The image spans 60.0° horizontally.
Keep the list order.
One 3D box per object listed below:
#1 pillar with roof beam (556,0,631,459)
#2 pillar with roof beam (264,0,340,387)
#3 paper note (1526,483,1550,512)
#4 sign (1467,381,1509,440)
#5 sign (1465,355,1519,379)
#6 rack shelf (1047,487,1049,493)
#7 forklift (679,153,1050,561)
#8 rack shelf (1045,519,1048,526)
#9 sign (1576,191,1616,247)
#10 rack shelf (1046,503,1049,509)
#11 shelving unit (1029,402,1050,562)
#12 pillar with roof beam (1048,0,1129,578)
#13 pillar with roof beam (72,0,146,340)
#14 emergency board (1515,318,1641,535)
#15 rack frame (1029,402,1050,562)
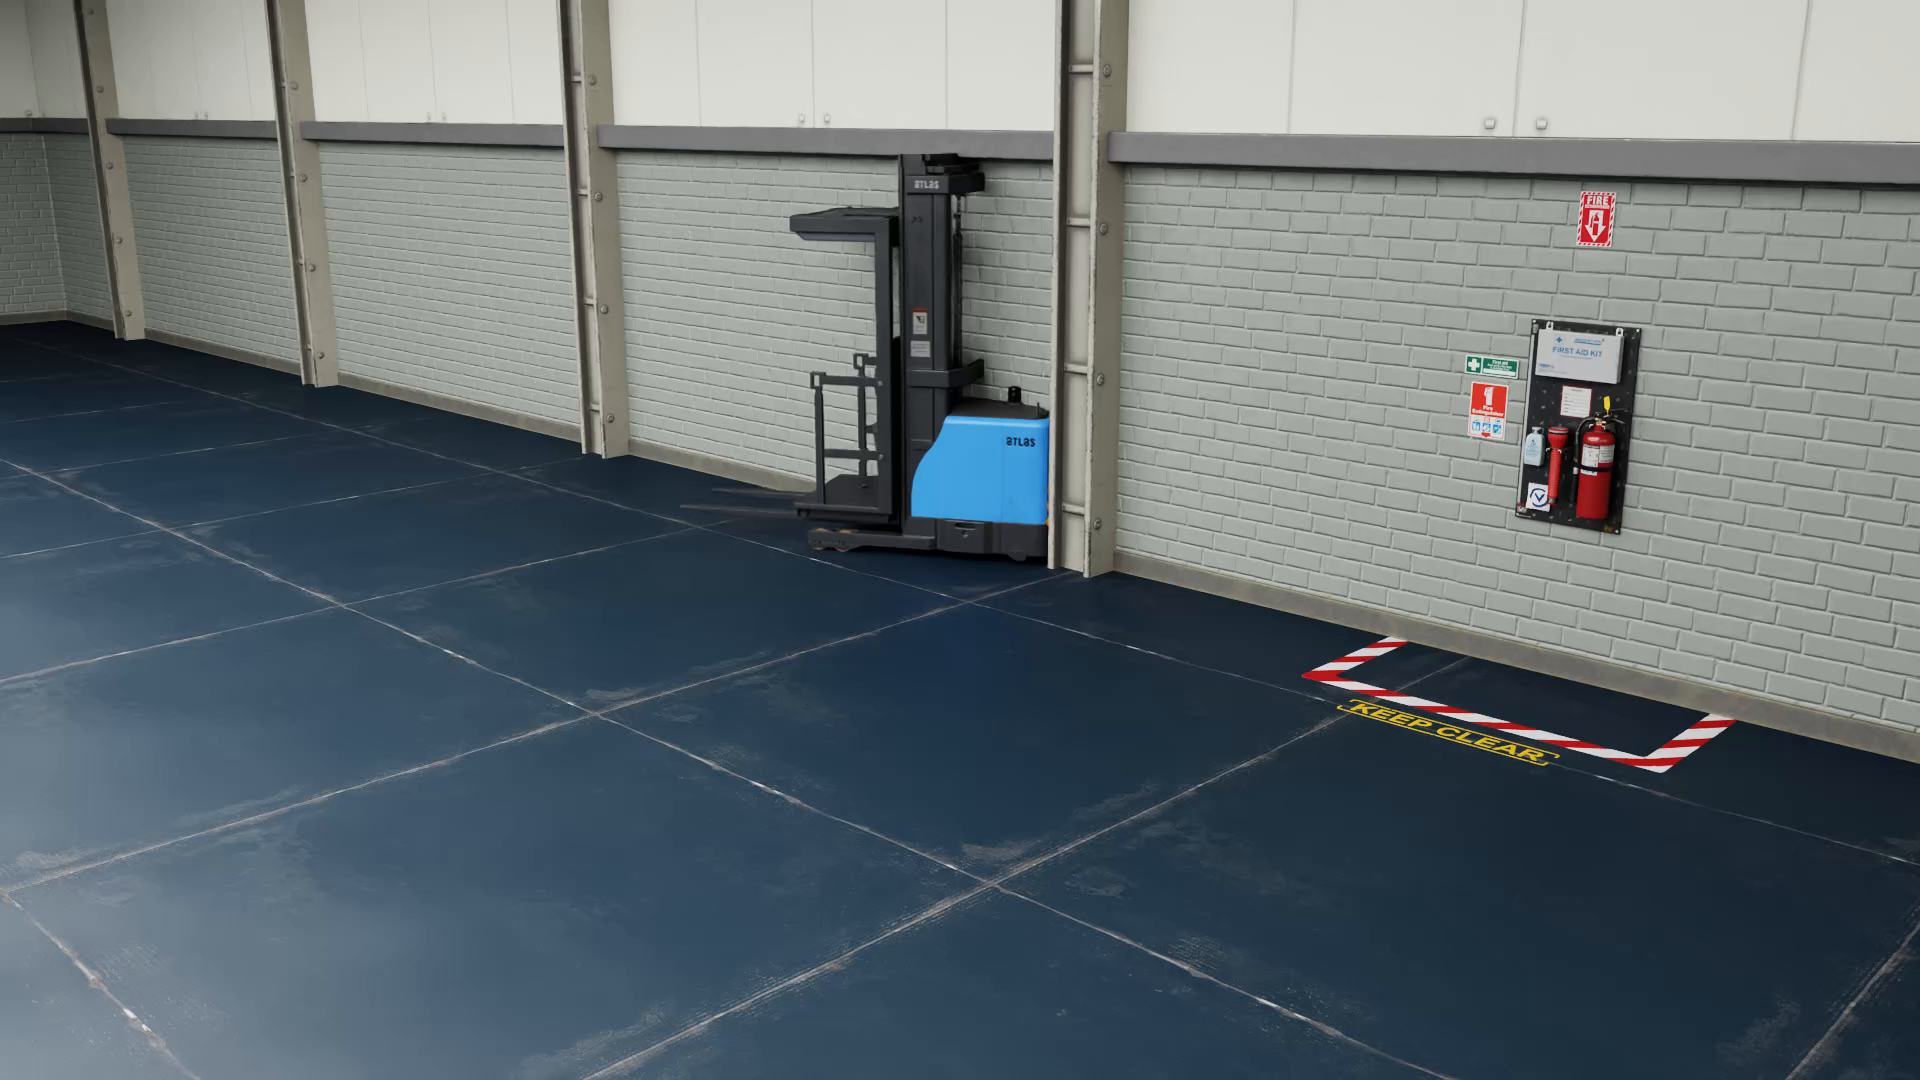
[{"bbox_3d":[-6.421,-4.415,12.030,0.400,9.000,9.100,14,20,42],"label":"pillar with roof beam"},{"bbox_3d":[-10.740,-5.465,16.060,0.400,9.000,9.100,14,20,42],"label":"pillar with roof beam"},{"bbox_3d":[3.374,-0.250,9.690,0.142,0.148,0.016,14,20,42],"label":"paper note"},{"bbox_3d":[3.127,-0.766,9.850,0.234,0.329,0.001,14,20,42],"label":"sign"},{"bbox_3d":[3.124,-1.020,9.774,0.331,0.109,0.001,14,20,42],"label":"sign"},{"bbox_3d":[0.685,-0.366,12.204,0.180,0.103,0.258,14,17,42],"label":"rack shelf"},{"bbox_3d":[-0.663,-1.449,12.679,3.031,2.935,1.130,4,15,15],"label":"forklift"},{"bbox_3d":[0.675,-0.132,12.256,0.180,0.103,0.258,14,17,42],"label":"rack shelf"},{"bbox_3d":[3.516,-1.774,9.194,0.199,0.298,0.001,14,20,42],"label":"sign"},{"bbox_3d":[0.680,-0.249,12.230,0.180,0.103,0.258,14,17,42],"label":"rack shelf"},{"bbox_3d":[0.686,-0.409,12.194,0.189,1.200,0.258,14,17,42],"label":"shelving unit"},{"bbox_3d":[-2.102,-3.365,8.000,0.400,9.000,9.100,14,20,42],"label":"pillar with roof beam"},{"bbox_3d":[-15.060,-6.515,20.090,0.400,9.000,9.100,14,20,42],"label":"pillar with roof beam"},{"bbox_3d":[3.453,-0.633,9.411,0.643,1.169,0.194,14,20,42],"label":"emergency board"},{"bbox_3d":[0.621,-0.425,12.256,0.006,1.200,0.240,14,17,42],"label":"rack frame"}]
